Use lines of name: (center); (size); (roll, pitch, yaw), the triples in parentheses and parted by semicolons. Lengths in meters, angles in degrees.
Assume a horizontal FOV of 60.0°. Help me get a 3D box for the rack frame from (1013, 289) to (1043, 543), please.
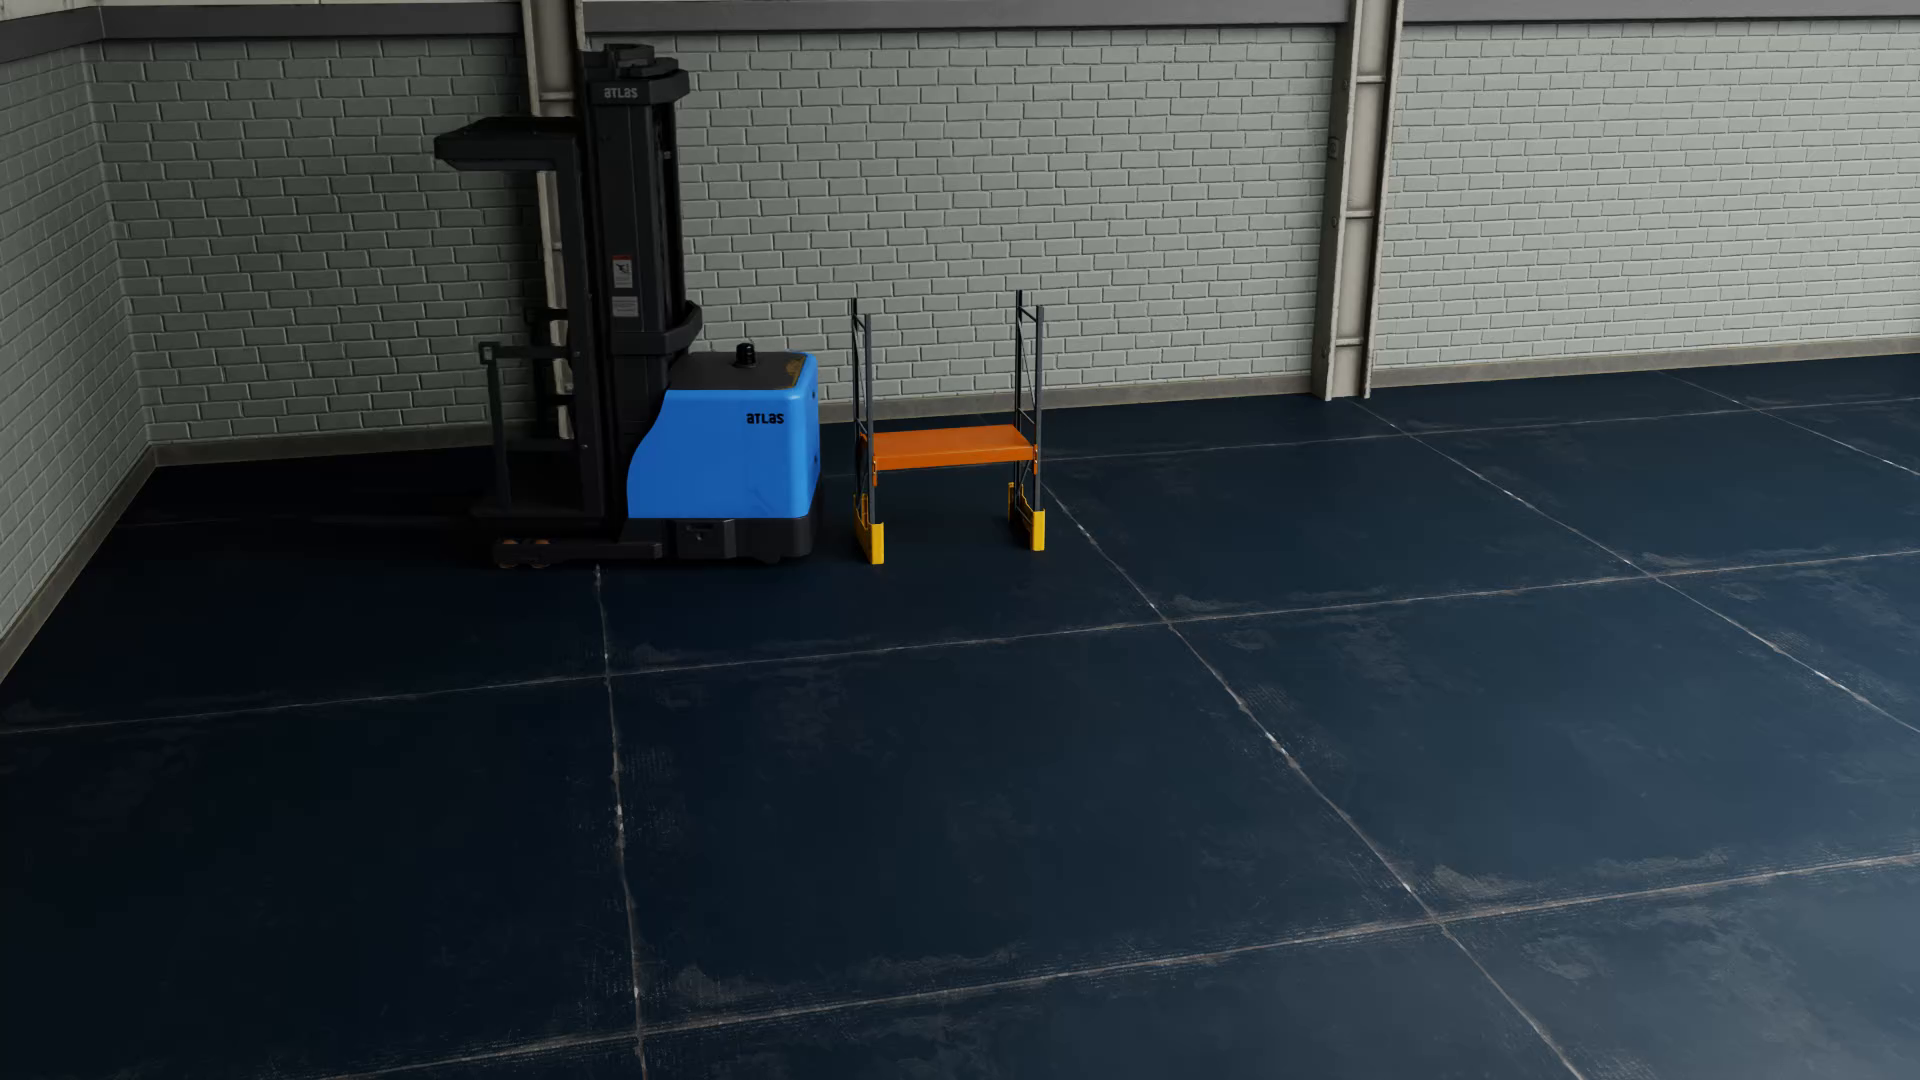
rack frame: (0.412, -0.738, 10.148); (0.032, 1.500, 0.500); (-5, 21, -12)

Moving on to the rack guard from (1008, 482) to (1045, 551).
rack guard: (0.410, -0.151, 10.363); (0.087, 0.250, 0.587); (-5, 21, -12)

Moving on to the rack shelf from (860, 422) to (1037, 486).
rack shelf: (-0.083, -0.529, 10.100); (1.000, 0.185, 0.538); (-5, 21, -12)

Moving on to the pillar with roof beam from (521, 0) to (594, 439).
pillar with roof beam: (-1.757, -3.496, 6.776); (0.400, 9.000, 9.100); (-5, 21, -12)

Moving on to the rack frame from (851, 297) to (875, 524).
rack frame: (-0.578, -0.657, 9.928); (0.032, 1.500, 0.500); (-5, 21, -12)

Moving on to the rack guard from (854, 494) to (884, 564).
rack guard: (-0.559, -0.072, 10.148); (0.087, 0.250, 0.587); (-5, 21, -12)

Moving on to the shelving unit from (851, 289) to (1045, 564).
shelving unit: (-0.074, -0.698, 10.040); (1.083, 1.500, 0.587); (-5, 21, -12)

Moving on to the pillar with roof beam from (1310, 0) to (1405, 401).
pillar with roof beam: (4.082, -3.971, 8.072); (0.400, 9.000, 9.100); (-5, 21, -12)

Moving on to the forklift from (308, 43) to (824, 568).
forklift: (-2.397, -1.390, 9.848); (3.031, 2.935, 1.130); (0, 20, 0)
